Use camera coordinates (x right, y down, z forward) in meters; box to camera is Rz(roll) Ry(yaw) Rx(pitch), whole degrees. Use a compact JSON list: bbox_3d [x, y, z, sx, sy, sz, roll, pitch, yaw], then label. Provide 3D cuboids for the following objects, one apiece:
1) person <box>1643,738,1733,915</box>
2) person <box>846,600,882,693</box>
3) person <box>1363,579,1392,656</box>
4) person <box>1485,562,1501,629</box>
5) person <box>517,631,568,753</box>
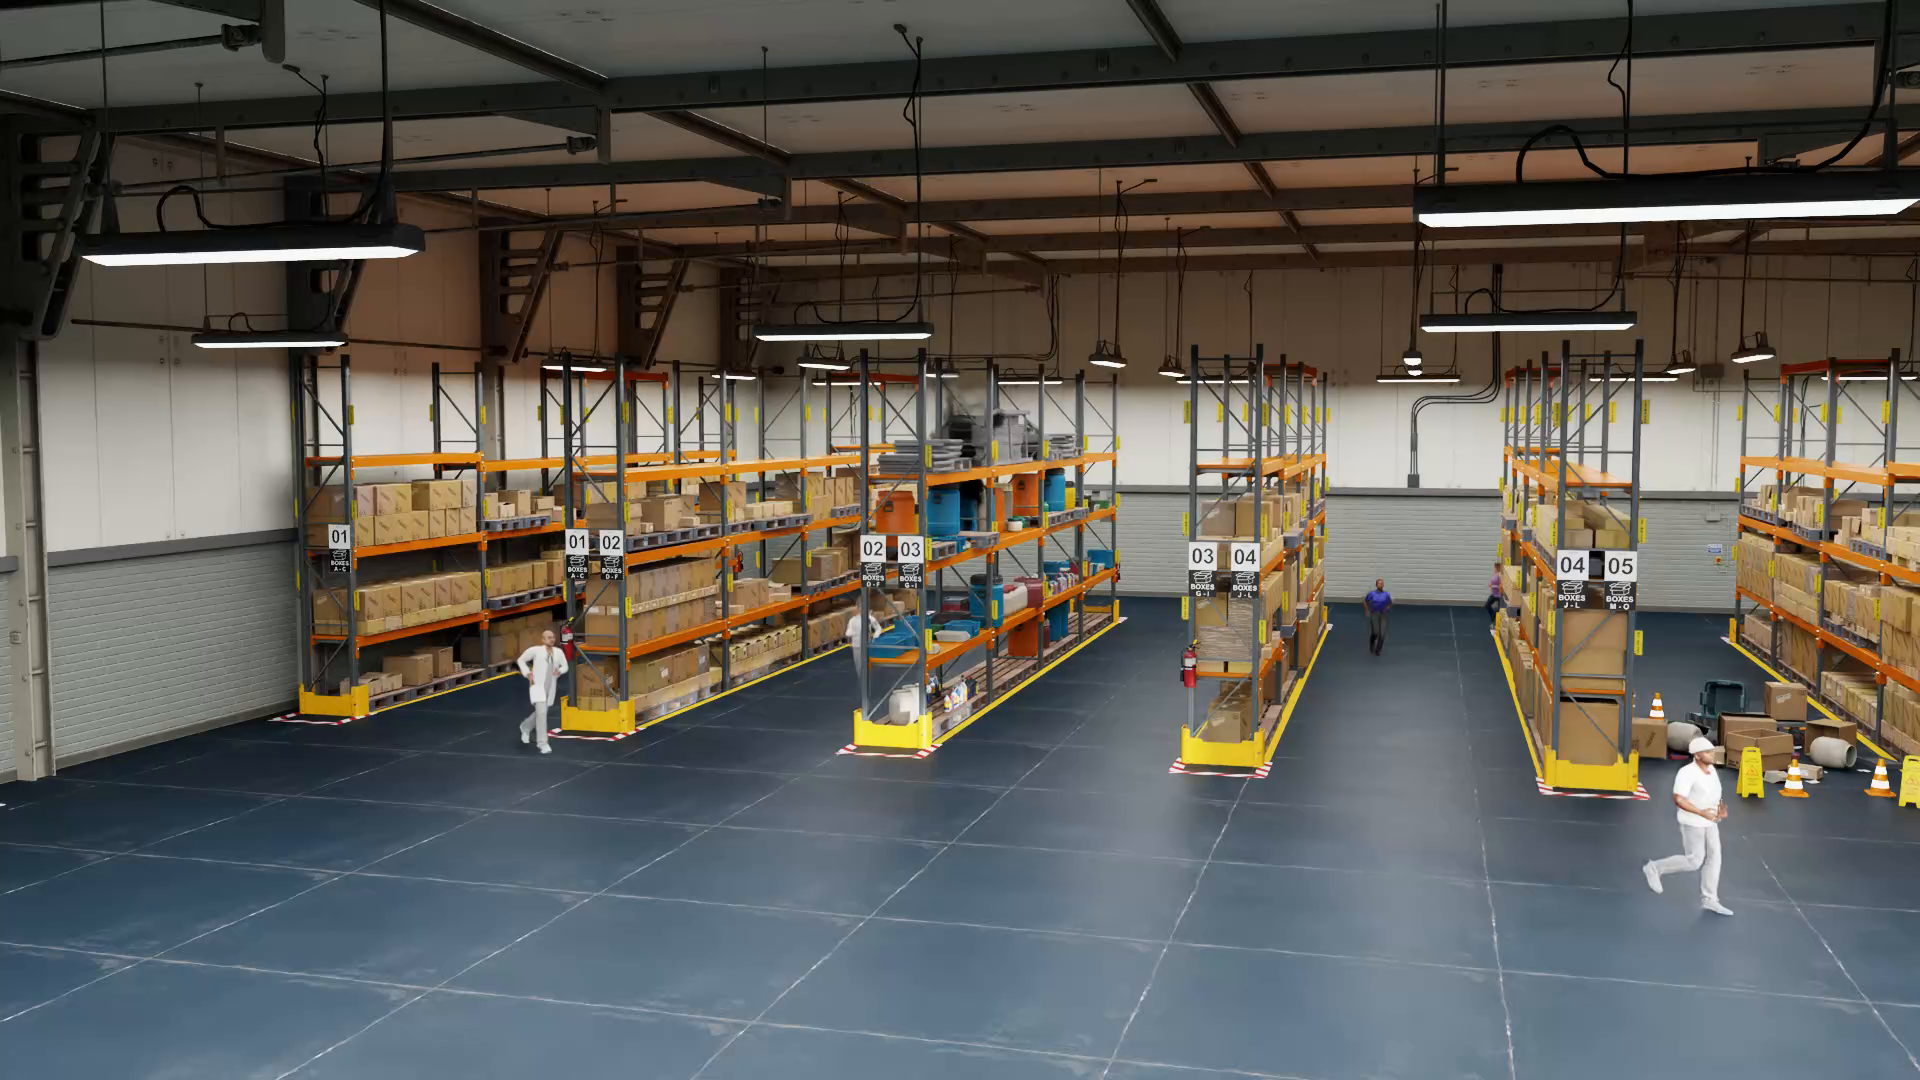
[{"bbox_3d":[7.460,2.871,16.924,0.694,1.760,0.862,-3,5,-39],"label":"person"},{"bbox_3d":[-1.704,1.910,29.053,0.592,1.734,0.684,1,4,10],"label":"person"},{"bbox_3d":[8.653,1.613,34.365,0.560,1.615,0.568,0,4,4],"label":"person"},{"bbox_3d":[12.617,1.312,38.834,0.629,1.608,0.512,0,4,-6],"label":"person"},{"bbox_3d":[-6.273,2.253,25.121,0.732,1.781,0.995,-4,6,-43],"label":"person"}]
